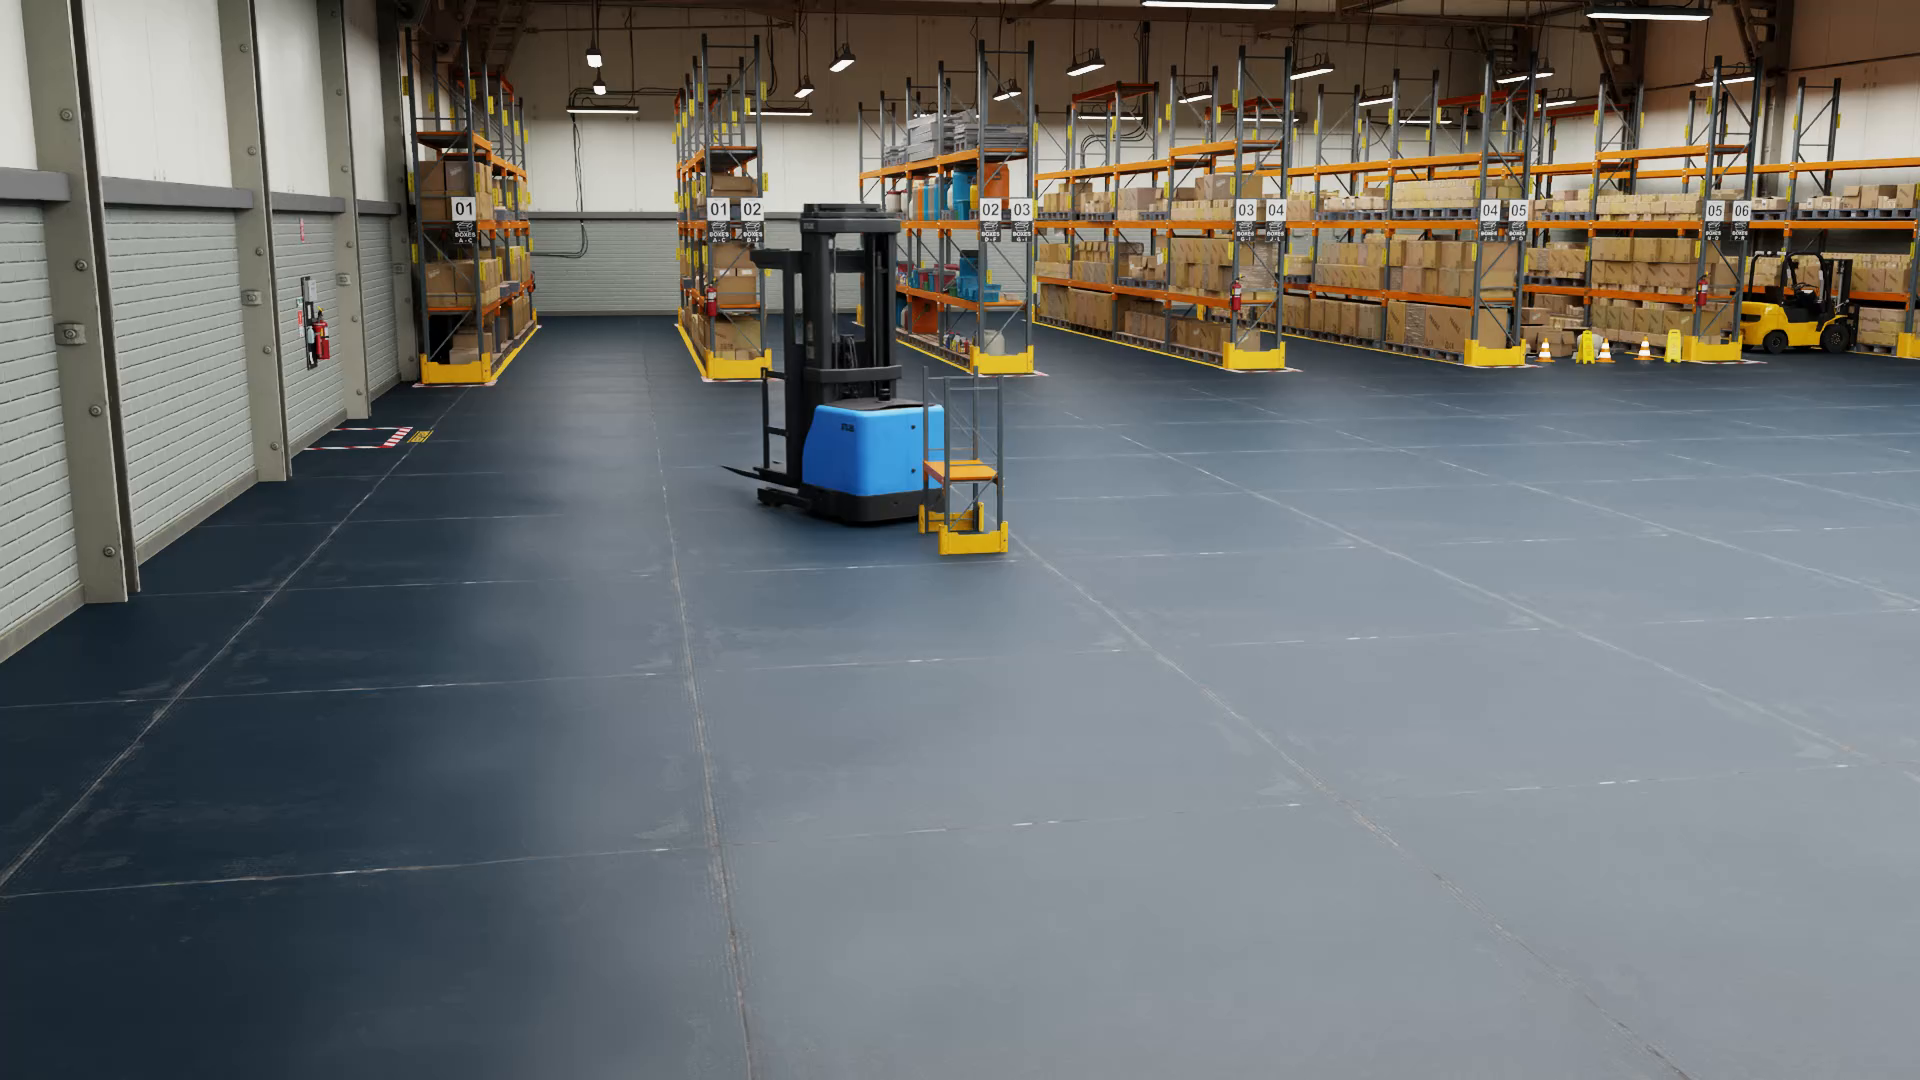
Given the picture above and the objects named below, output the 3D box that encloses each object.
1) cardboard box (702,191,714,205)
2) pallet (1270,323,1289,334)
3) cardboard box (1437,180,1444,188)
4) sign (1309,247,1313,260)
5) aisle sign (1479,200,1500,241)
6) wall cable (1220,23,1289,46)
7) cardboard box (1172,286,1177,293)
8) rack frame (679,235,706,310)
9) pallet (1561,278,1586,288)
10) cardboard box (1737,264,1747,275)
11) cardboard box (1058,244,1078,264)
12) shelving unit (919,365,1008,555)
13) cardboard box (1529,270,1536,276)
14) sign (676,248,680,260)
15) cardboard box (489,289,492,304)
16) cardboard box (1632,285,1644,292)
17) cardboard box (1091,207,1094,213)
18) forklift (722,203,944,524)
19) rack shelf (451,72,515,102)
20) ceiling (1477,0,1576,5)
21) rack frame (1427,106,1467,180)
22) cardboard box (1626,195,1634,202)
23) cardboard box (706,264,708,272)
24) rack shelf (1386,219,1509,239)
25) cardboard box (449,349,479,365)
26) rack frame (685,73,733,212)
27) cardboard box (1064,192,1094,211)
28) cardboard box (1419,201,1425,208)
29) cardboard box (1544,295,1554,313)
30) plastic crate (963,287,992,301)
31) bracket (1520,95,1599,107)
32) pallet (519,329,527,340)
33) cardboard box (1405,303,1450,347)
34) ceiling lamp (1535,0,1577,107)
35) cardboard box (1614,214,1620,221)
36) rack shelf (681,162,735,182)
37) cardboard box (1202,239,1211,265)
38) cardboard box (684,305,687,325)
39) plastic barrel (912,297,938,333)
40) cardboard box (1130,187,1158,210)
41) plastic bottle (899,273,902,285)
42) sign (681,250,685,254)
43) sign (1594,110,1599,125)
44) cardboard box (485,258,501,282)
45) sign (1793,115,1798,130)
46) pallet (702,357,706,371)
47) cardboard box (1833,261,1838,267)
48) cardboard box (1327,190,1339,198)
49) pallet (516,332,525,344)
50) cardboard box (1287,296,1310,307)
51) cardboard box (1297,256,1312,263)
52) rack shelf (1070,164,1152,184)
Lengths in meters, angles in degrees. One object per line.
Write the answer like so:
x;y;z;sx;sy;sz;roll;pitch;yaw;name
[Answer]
-4.502;-6.309;30.704;0.500;0.250;0.500;-2;11;-11;cardboard box
8.643;-5.418;42.599;1.003;0.211;1.213;-2;11;-11;pallet
9.938;-7.234;33.808;0.380;0.149;0.250;-2;11;-12;cardboard box
8.497;-6.930;40.198;0.100;0.325;0.005;-2;11;-11;sign
10.303;-6.207;32.334;0.394;0.787;0.004;-2;11;-11;aisle sign
9.407;-14.958;53.171;2.355;3.000;0.029;-2;11;-11;wall cable
4.703;-5.306;35.223;0.380;0.149;0.250;-2;11;-11;cardboard box
-7.131;-7.367;45.381;1.000;3.000;0.127;-2;11;-11;rack frame
14.636;-5.938;38.383;1.003;0.211;1.213;-2;11;-11;pallet
18.963;-6.508;39.932;0.500;0.250;0.500;-2;11;-10;cardboard box
2.920;-7.601;44.208;0.500;0.500;0.500;-2;11;-10;cardboard box
0.015;-0.723;14.483;0.587;1.500;1.083;-2;11;-11;shelving unit
13.931;-6.439;40.053;0.380;0.149;0.250;-1;11;-8;cardboard box
-7.663;-7.773;45.197;0.100;0.325;0.005;-2;11;-11;sign
-8.869;-4.477;30.546;0.500;0.250;0.500;-2;11;-12;cardboard box
14.704;-5.413;35.787;0.380;0.149;0.250;-2;11;-11;cardboard box
3.507;-8.271;41.656;0.380;0.149;0.250;-3;11;-13;cardboard box
-1.362;-1.813;16.380;1.130;2.935;3.031;-8;13;-35;forklift
-10.822;-10.312;37.845;1.077;0.370;4.000;-2;11;-11;rack shelf
18.393;-15.052;45.642;6.000;0.001;6.000;-2;11;-11;ceiling
13.086;-10.301;44.748;1.000;3.000;0.127;-2;11;-11;rack frame
14.627;-7.370;35.914;0.380;0.149;0.250;-2;11;-13;cardboard box
-4.834;-5.385;32.962;0.380;0.149;0.250;-2;11;-13;cardboard box
10.195;-6.441;34.417;1.077;0.370;4.000;-2;11;-11;rack shelf
-8.924;-3.277;29.908;0.500;0.311;0.500;-3;11;-17;cardboard box
-5.575;-8.847;37.112;1.000;3.000;0.127;-2;11;-11;rack frame
3.154;-8.913;43.820;0.700;0.500;0.500;-3;11;-14;cardboard box
9.793;-6.981;34.609;0.380;0.149;0.250;-2;11;-11;cardboard box
17.335;-6.872;48.343;0.500;0.500;0.500;-2;11;-10;cardboard box
0.329;-4.739;31.972;0.499;0.251;0.408;-2;11;-11;plastic crate
17.772;-12.946;49.022;0.076;0.066;4.783;-2;11;-11;bracket
-10.987;-4.944;40.108;1.003;0.211;1.213;-2;11;-11;pallet
10.038;-4.567;35.230;0.875;0.875;0.875;-2;11;-11;cardboard box
15.961;-13.116;43.927;0.800;3.185;2.000;-2;11;-11;ceiling lamp
14.614;-7.079;36.516;0.380;0.149;0.250;-2;11;-11;cardboard box
-5.964;-8.664;39.143;1.077;0.370;4.000;-2;11;-11;rack shelf
5.152;-5.754;33.168;0.500;0.500;0.500;-2;11;-11;cardboard box
-6.742;-5.716;42.214;0.500;0.500;0.500;-2;11;-11;cardboard box
-0.827;-5.309;39.247;0.600;0.830;0.708;-2;11;-11;plastic barrel
4.182;-7.747;37.750;0.500;0.500;0.500;-2;11;-13;cardboard box
-1.435;-6.290;40.036;0.061;0.283;0.133;-2;11;-11;plastic bottle
-6.884;-7.038;41.335;0.100;0.325;0.005;-2;11;-11;sign
14.098;-9.349;36.826;0.100;0.325;0.005;-2;11;-11;sign
-10.068;-5.671;35.025;0.700;0.500;0.500;-2;11;-11;cardboard box
18.980;-9.490;37.782;0.100;0.325;0.005;-2;11;-11;sign
-4.443;-3.425;32.126;1.003;0.211;1.213;-2;11;-11;pallet
19.534;-6.131;36.886;0.380;0.149;0.250;-2;11;-13;cardboard box
9.119;-8.499;40.990;0.396;0.266;0.258;-2;11;-11;cardboard box
-10.747;-4.720;38.930;1.003;0.211;1.213;-2;11;-11;pallet
8.529;-5.976;41.630;0.500;0.250;0.500;-2;11;-10;cardboard box
8.483;-6.870;40.725;0.380;0.149;0.250;-3;11;-13;cardboard box
3.754;-9.024;41.032;1.077;0.370;4.000;-2;11;-11;rack shelf
